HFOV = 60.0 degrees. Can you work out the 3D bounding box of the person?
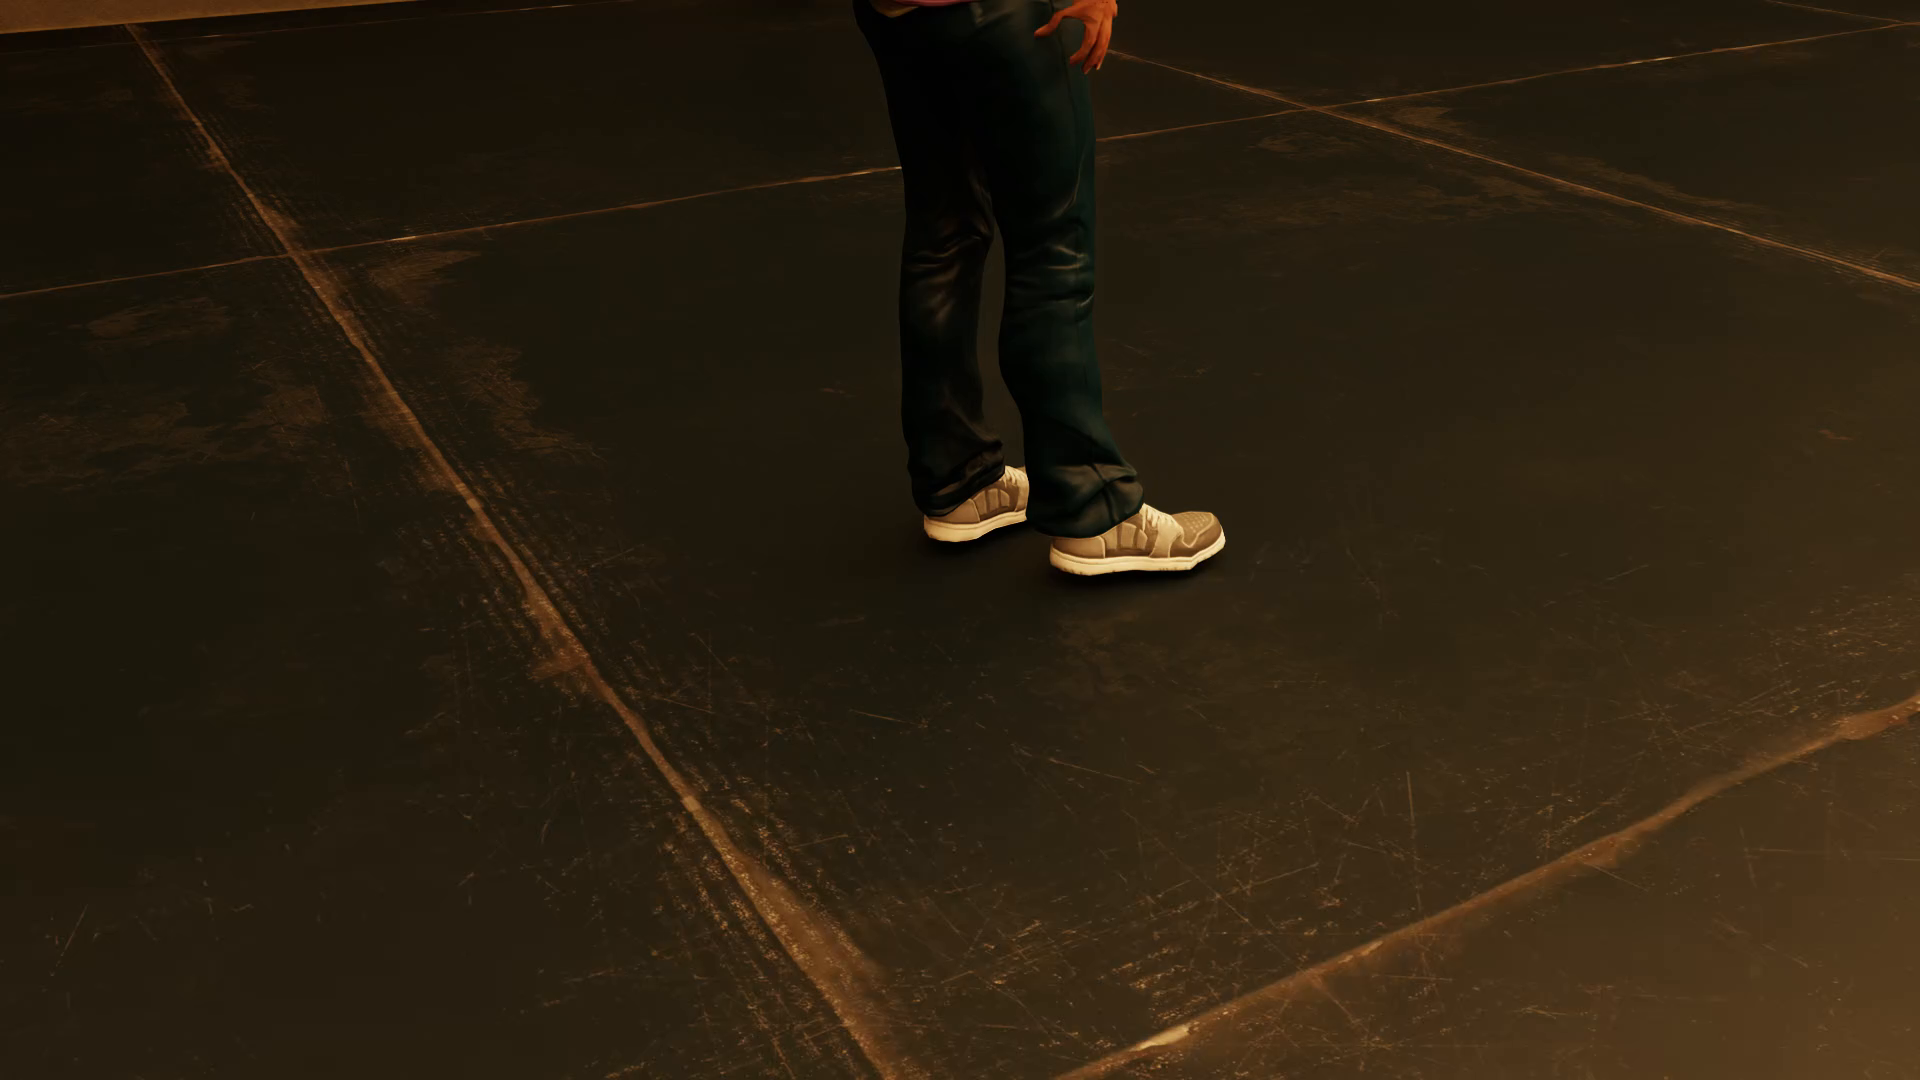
[{"bbox_3d":[0.072,-0.730,2.157,0.473,1.599,0.520,-15,30,-26],"label":"person"}]
